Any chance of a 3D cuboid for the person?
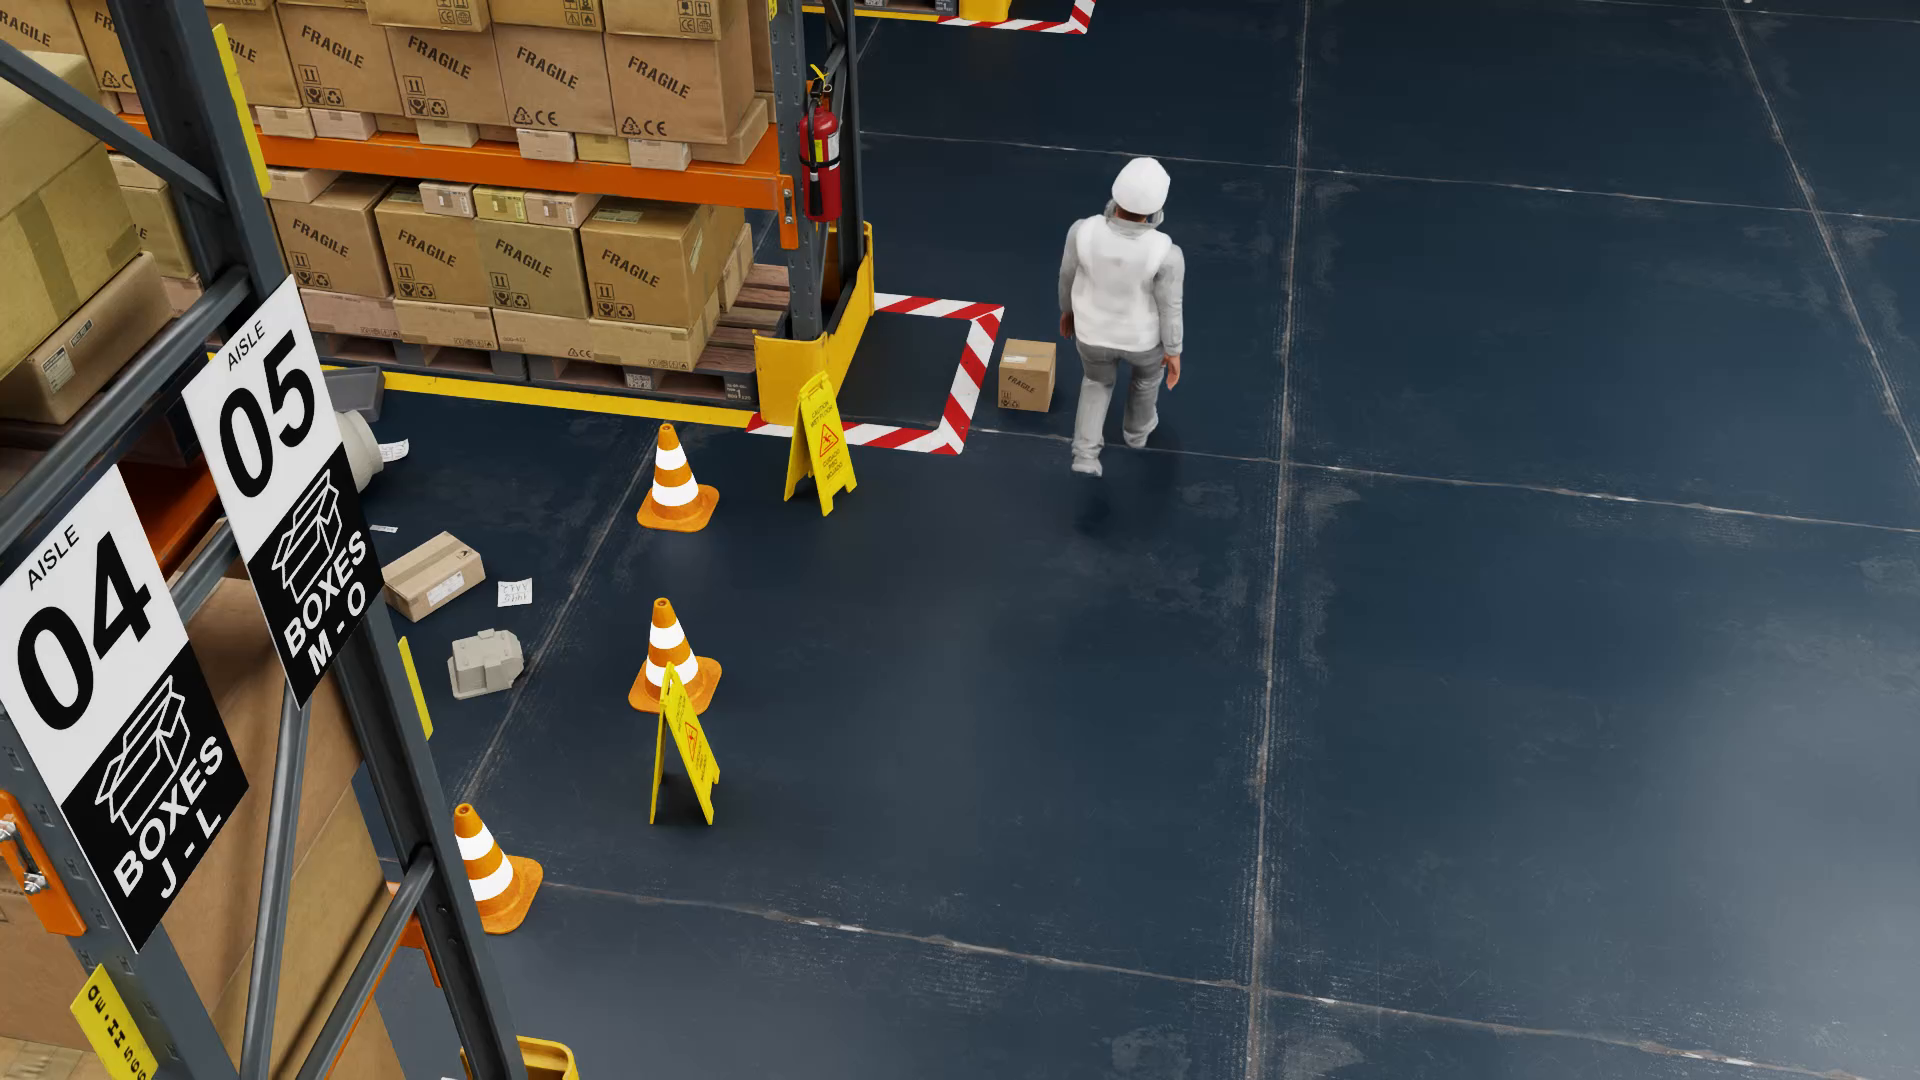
[{"bbox_3d":[0.745,-1.018,7.389,0.587,1.701,0.842,13,42,14],"label":"person"}]
